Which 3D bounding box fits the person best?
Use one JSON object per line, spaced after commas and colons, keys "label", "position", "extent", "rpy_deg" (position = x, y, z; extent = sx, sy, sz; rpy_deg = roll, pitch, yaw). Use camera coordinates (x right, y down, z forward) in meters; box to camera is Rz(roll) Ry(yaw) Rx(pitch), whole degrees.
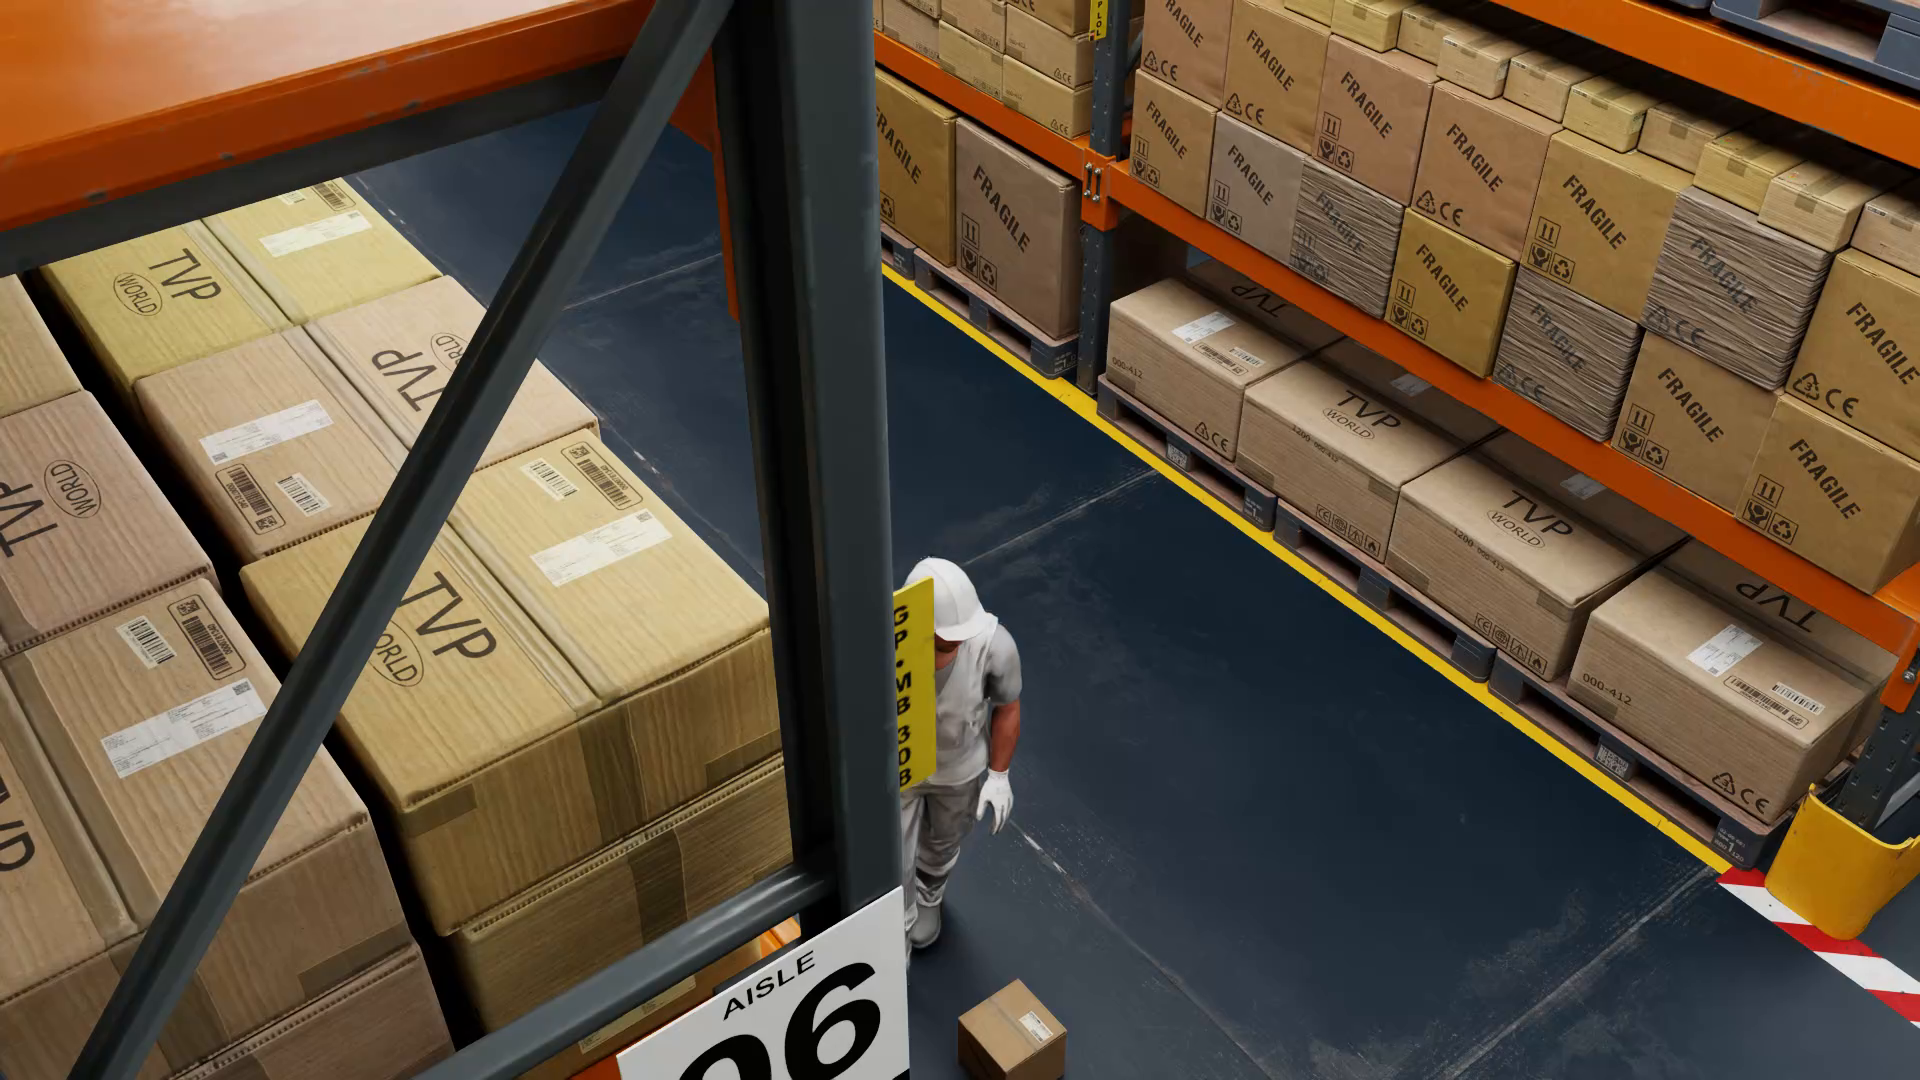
{"label": "person", "position": [-0.109, 0.778, 5.224], "extent": [0.601, 1.830, 0.605], "rpy_deg": [-1, 40, -2]}
